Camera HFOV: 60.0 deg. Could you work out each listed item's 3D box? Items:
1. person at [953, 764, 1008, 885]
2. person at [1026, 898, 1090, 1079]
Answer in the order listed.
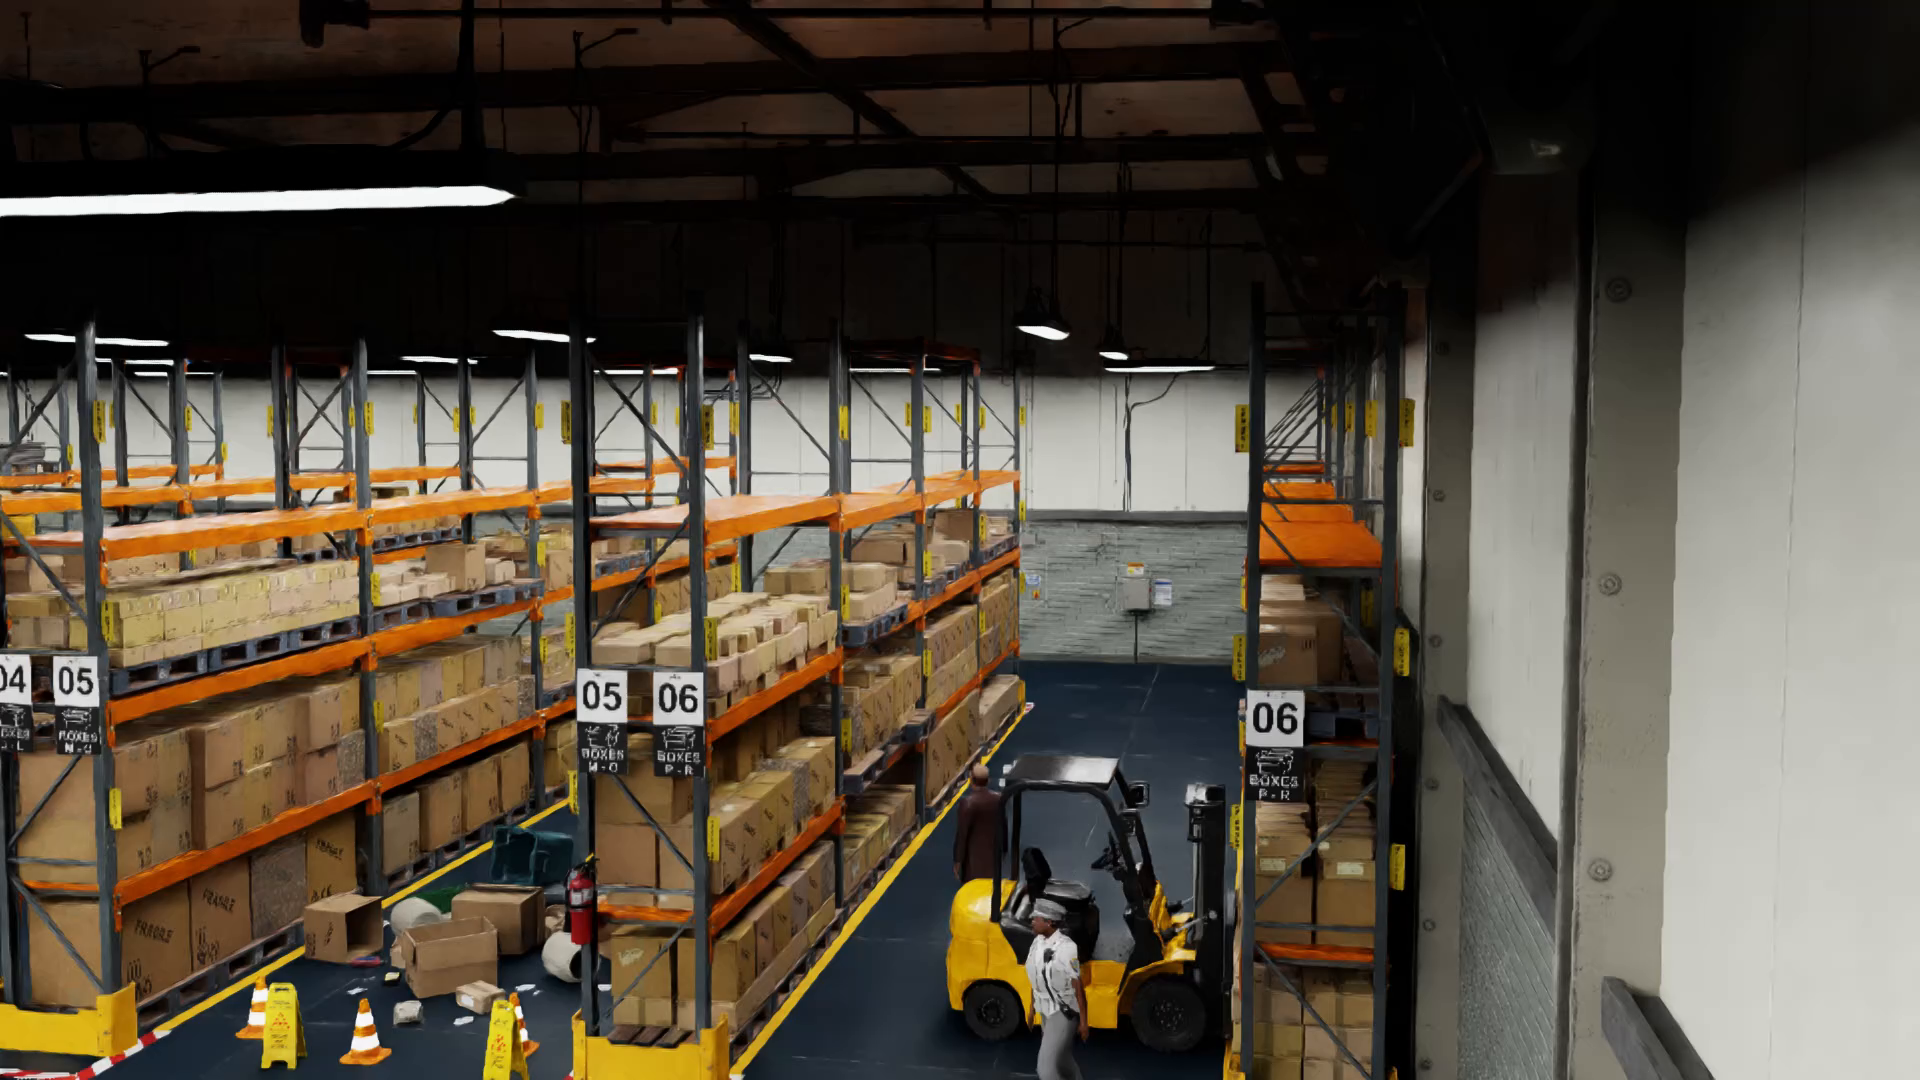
[{"bbox_3d":[0.167,2.994,15.738,0.636,1.775,0.677,4,6,41],"label":"person"},{"bbox_3d":[0.712,3.376,11.800,0.480,1.674,0.579,-2,5,-24],"label":"person"}]
